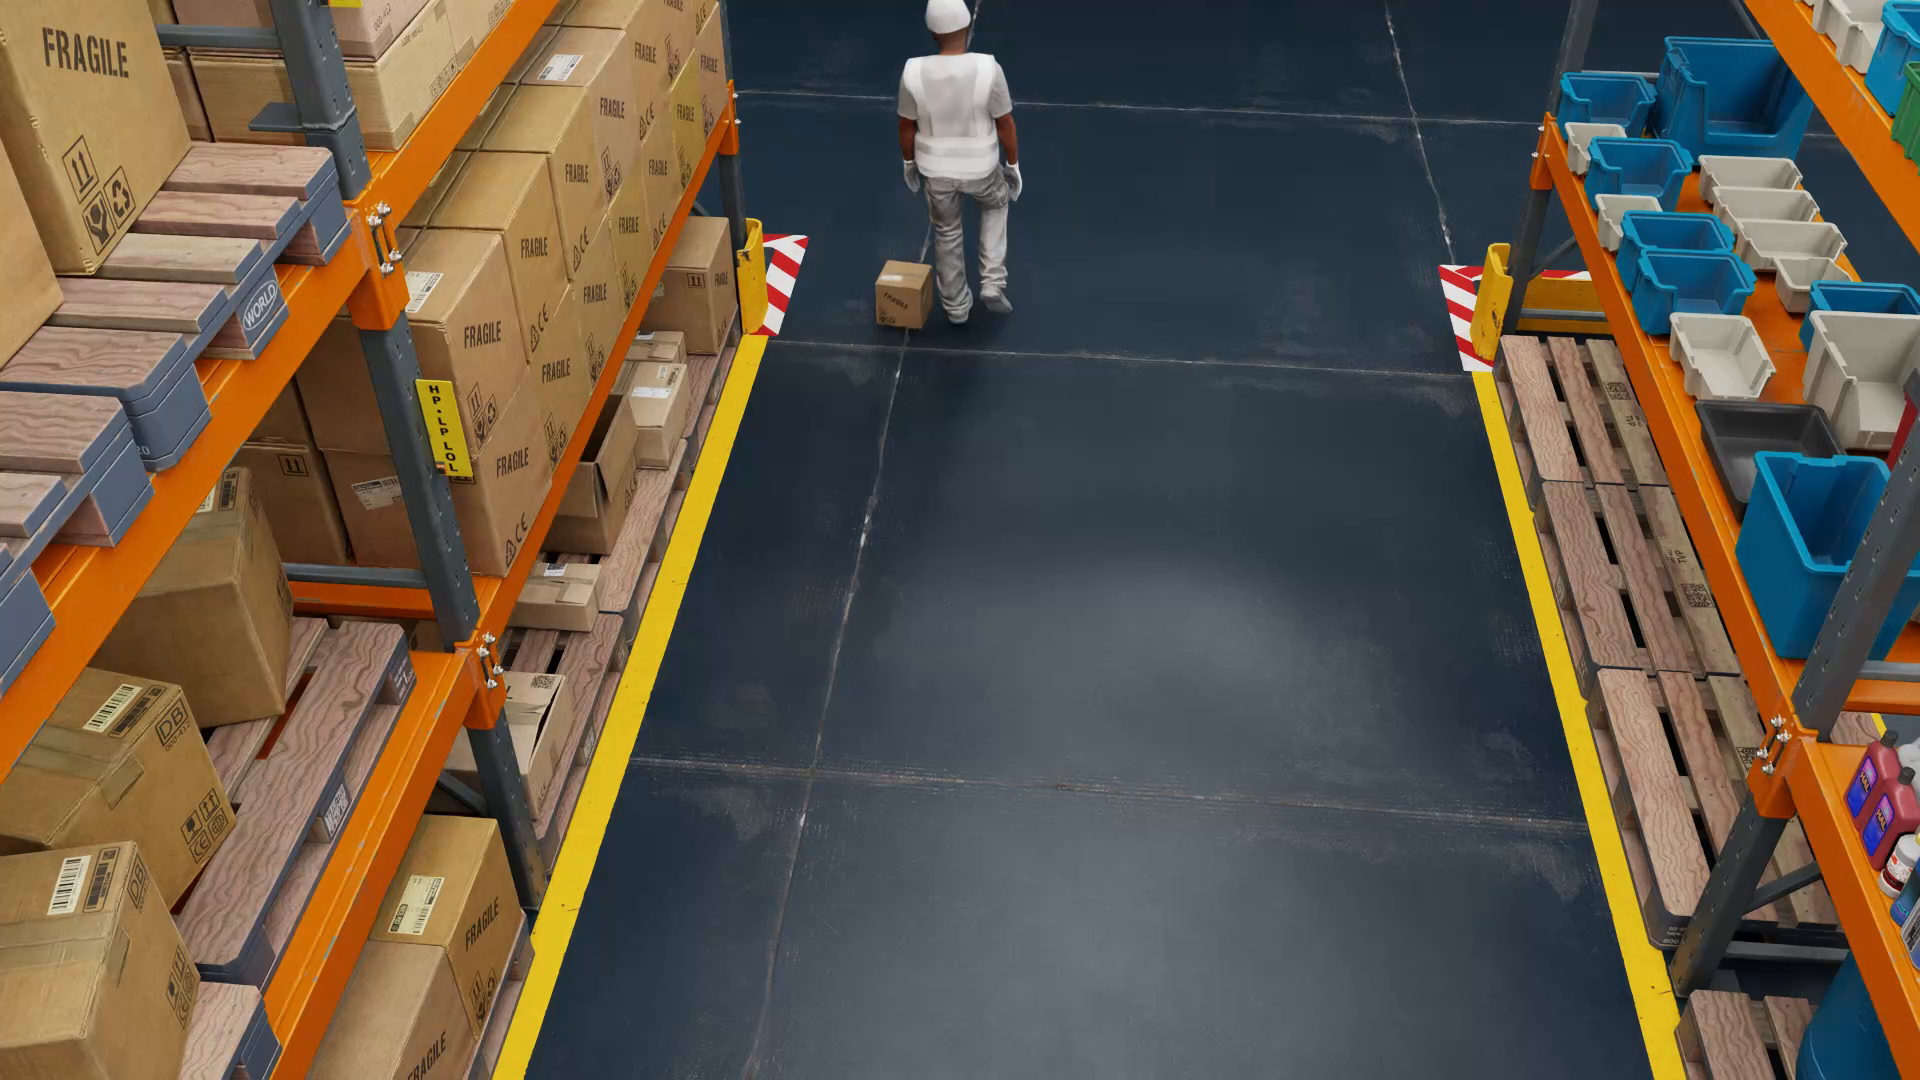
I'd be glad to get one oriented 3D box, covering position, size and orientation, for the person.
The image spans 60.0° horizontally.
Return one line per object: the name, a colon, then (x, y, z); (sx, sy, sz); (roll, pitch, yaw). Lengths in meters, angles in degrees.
person: (0.012, -1.923, 8.422); (0.623, 1.773, 0.460); (3, 40, 4)
